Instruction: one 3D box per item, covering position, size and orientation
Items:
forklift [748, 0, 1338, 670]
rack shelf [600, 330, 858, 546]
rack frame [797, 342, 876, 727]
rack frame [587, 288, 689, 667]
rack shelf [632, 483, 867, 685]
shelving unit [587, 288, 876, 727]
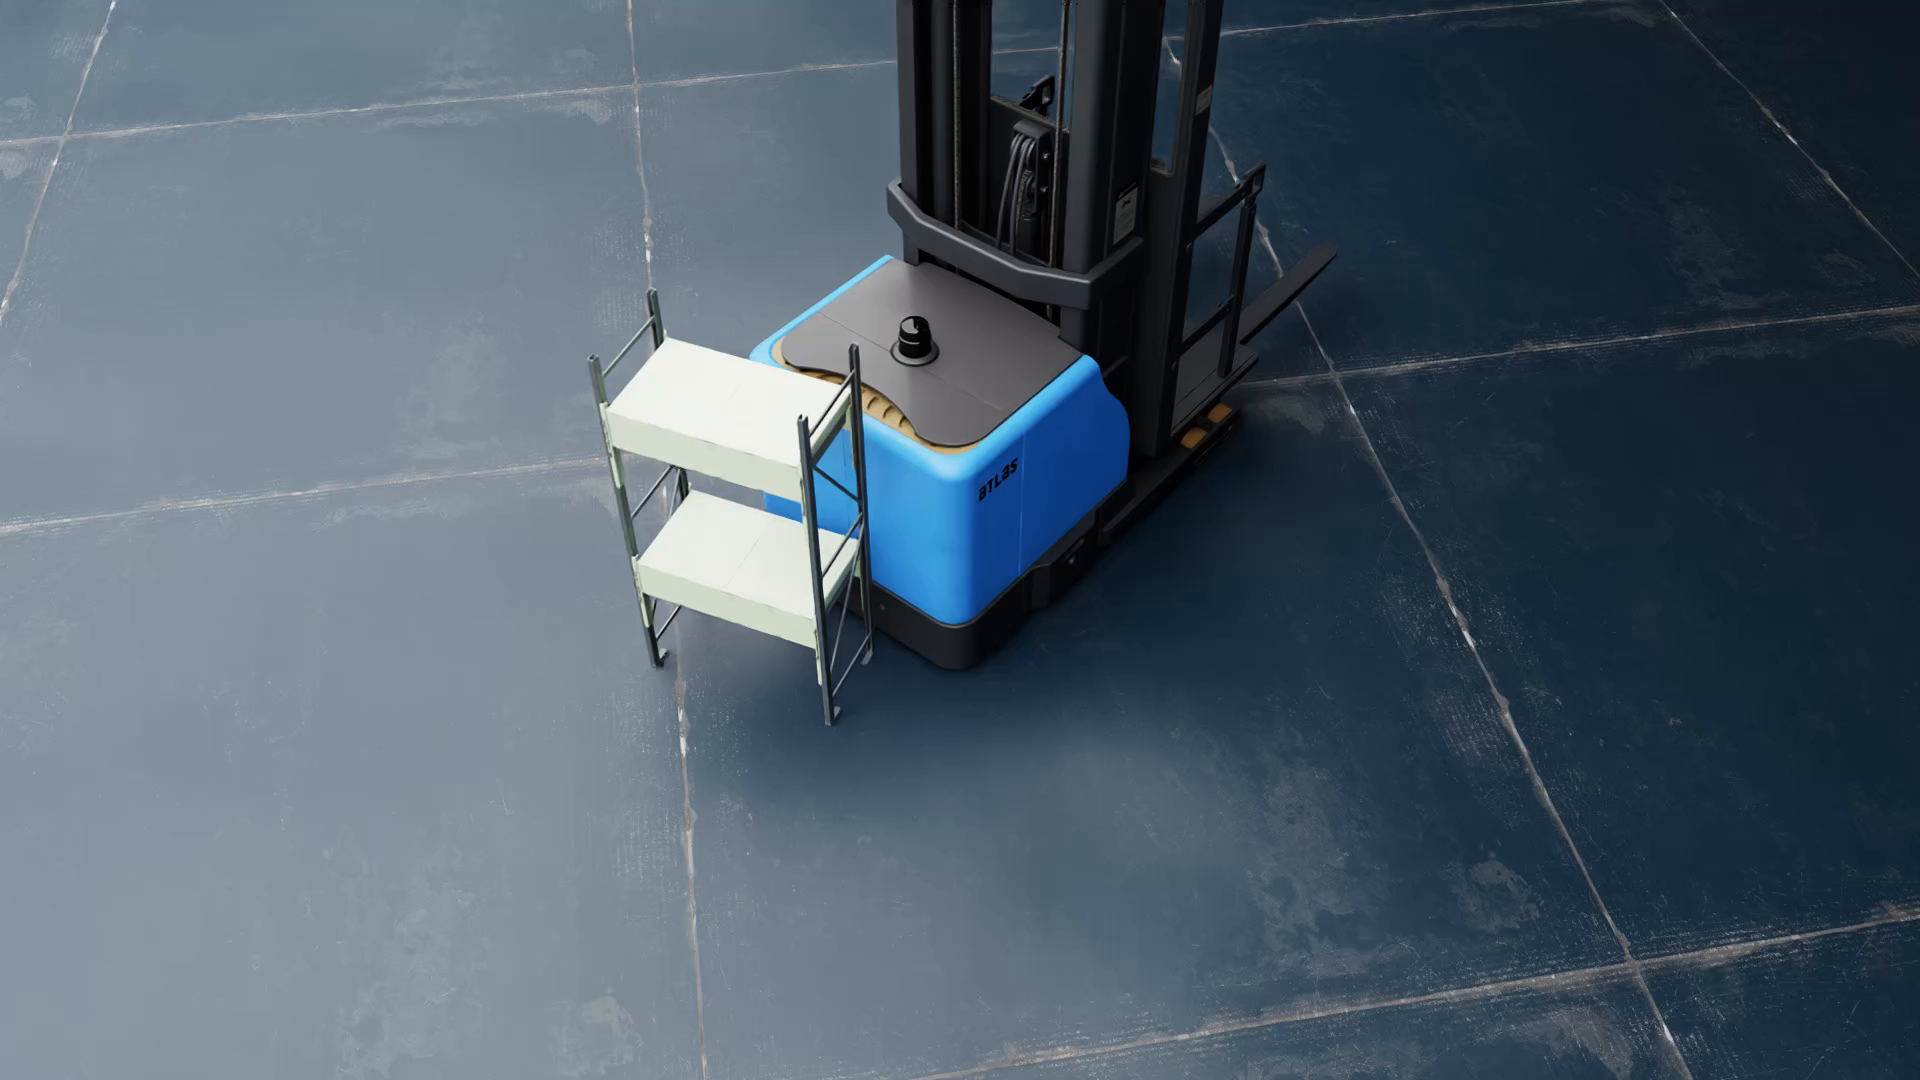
[{"bbox_3d":[0.549,-1.536,6.194,1.130,2.935,3.031,31,53,26],"label":"forklift"},{"bbox_3d":[-0.745,-0.344,5.498,0.720,0.370,0.431,17,48,15],"label":"rack shelf"},{"bbox_3d":[-0.407,0.028,5.682,0.023,1.500,0.400,17,48,15],"label":"rack frame"},{"bbox_3d":[-1.083,-0.174,5.877,0.023,1.500,0.400,17,48,15],"label":"rack frame"},{"bbox_3d":[-0.745,0.153,6.014,0.720,0.370,0.431,17,48,15],"label":"rack shelf"},{"bbox_3d":[-0.745,-0.073,5.779,0.755,1.500,0.431,17,48,15],"label":"shelving unit"}]
